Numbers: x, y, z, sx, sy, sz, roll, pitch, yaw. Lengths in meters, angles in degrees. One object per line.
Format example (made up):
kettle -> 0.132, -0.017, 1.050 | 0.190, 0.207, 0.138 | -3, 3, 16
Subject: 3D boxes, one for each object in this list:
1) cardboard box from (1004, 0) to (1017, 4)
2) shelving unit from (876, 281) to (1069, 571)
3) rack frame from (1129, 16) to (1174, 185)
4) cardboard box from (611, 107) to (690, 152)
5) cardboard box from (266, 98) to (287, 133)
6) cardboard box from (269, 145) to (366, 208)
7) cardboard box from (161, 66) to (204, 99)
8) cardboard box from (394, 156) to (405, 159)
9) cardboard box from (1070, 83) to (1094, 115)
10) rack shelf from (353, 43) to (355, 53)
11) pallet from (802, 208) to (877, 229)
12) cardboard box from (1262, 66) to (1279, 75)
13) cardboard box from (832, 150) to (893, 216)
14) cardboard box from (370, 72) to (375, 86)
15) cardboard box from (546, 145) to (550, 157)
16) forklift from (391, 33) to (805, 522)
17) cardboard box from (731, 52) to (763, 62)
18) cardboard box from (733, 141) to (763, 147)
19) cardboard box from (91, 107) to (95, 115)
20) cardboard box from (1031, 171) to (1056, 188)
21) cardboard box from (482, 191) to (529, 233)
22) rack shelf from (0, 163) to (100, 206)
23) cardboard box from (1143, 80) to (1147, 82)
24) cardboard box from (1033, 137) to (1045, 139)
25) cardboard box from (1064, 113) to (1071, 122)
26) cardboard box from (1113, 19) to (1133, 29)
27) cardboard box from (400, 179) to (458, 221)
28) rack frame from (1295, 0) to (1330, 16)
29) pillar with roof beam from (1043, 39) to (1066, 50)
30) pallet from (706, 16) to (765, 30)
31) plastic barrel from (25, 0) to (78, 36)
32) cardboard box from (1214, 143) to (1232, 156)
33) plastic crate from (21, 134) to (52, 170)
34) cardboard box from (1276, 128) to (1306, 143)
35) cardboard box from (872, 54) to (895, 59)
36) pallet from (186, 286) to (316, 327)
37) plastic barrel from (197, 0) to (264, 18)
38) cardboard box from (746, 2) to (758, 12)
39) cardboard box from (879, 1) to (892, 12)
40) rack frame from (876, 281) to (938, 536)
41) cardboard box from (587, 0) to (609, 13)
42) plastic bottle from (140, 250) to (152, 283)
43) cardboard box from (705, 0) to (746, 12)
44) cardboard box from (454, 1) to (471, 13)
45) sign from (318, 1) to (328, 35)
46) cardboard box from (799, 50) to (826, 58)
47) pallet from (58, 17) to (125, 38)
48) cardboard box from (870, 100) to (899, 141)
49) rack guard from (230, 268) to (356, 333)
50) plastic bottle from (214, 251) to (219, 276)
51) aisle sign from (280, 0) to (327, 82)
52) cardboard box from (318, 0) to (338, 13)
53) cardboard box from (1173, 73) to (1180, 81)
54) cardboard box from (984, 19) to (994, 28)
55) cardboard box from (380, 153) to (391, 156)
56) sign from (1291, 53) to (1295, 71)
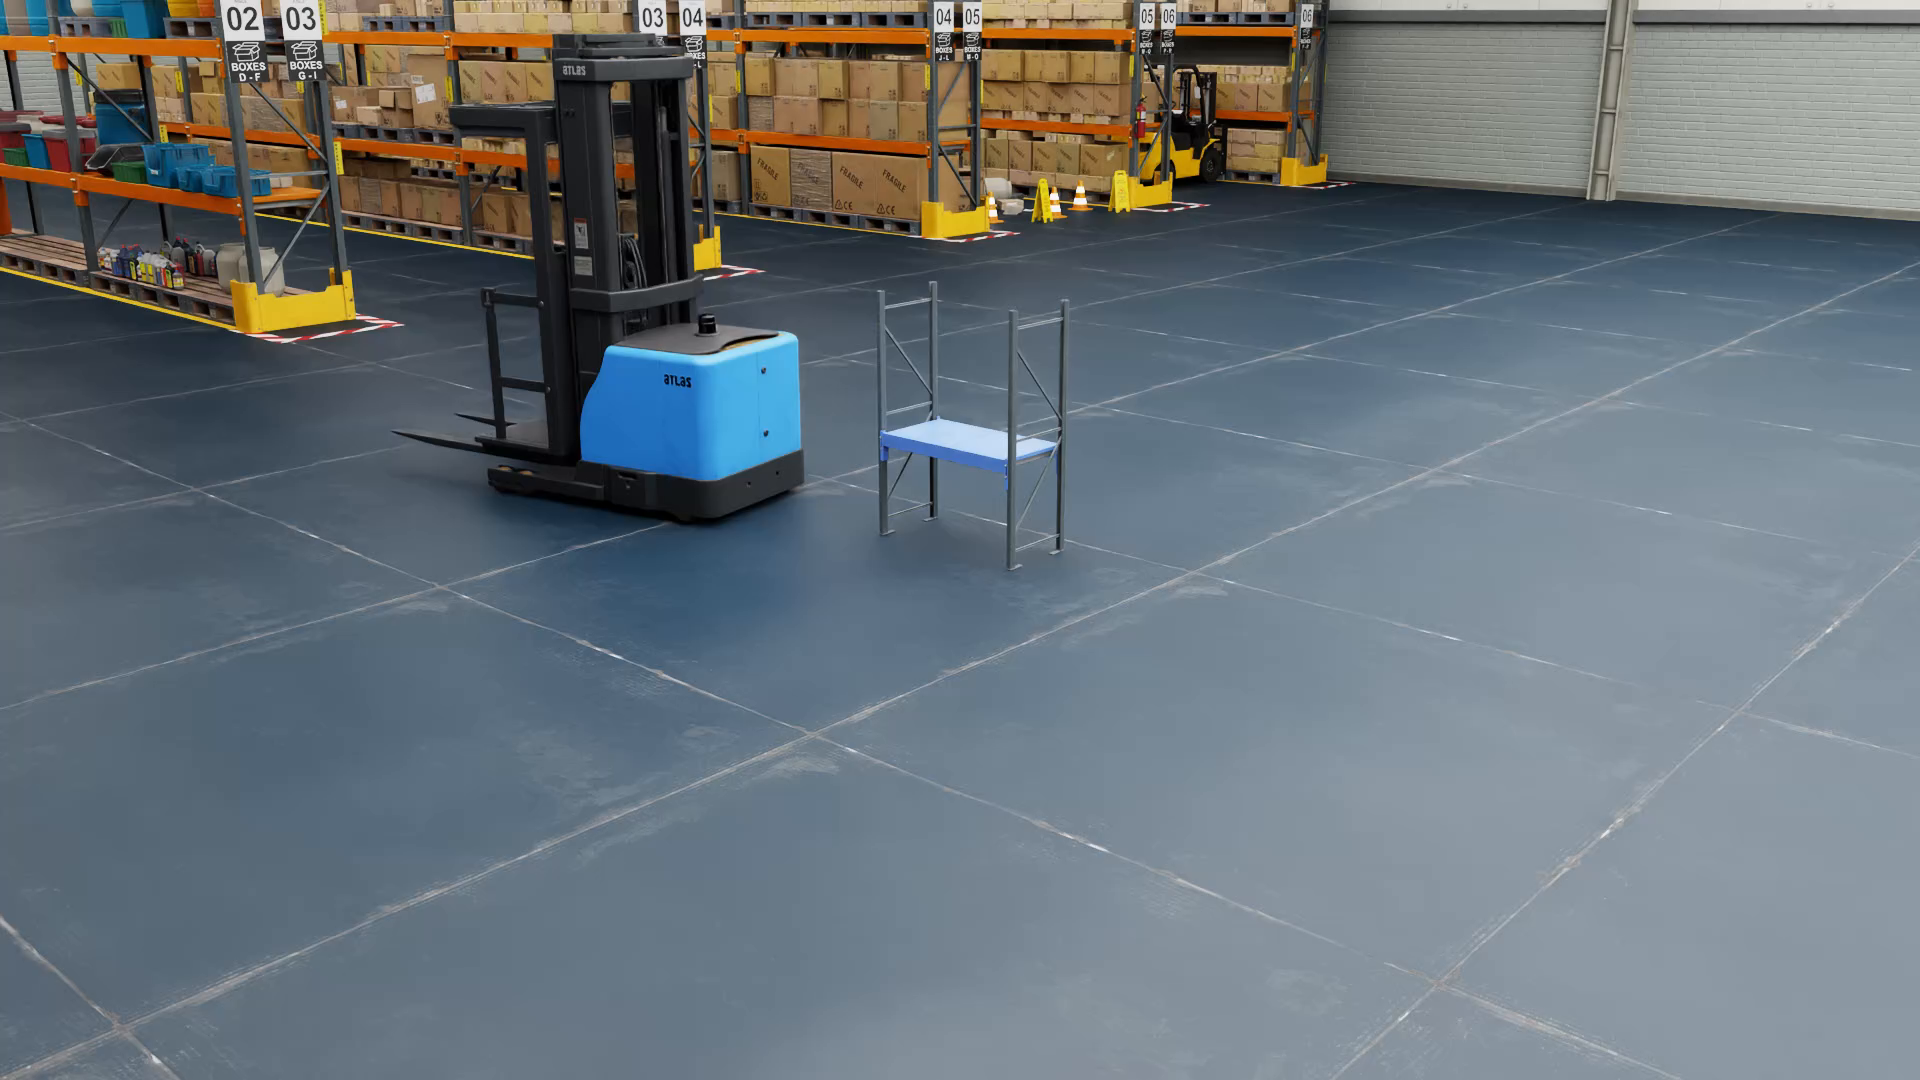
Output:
cardboard box -> 0.964, -9.168, 28.180 | 0.250, 0.149, 0.380 | 14, 22, 37
shelving unit -> 0.064, -0.698, 9.831 | 1.048, 1.500, 0.538 | 15, 23, 39
rack frame -> 3.134, -7.010, 27.241 | 0.127, 3.000, 1.000 | 15, 23, 39
cardboard box -> -3.837, -5.074, 20.483 | 0.500, 0.500, 0.875 | 15, 23, 39
cardboard box -> -10.330, -6.566, 25.677 | 0.500, 0.500, 0.500 | 15, 23, 39
cardboard box -> -9.930, -5.705, 25.947 | 0.875, 0.875, 1.225 | 14, 22, 37
cardboard box -> -12.940, -7.637, 27.732 | 0.500, 0.500, 0.500 | 16, 24, 41
cardboard box -> -10.922, -7.488, 32.766 | 0.250, 0.149, 0.380 | 14, 22, 37
cardboard box -> 2.174, -7.347, 27.648 | 0.500, 0.500, 0.500 | 15, 23, 39
rack shelf -> -10.923, -7.862, 26.158 | 4.000, 0.370, 1.077 | 15, 23, 39
pallet -> -1.634, -4.928, 25.292 | 1.213, 0.211, 1.003 | 15, 23, 39
cardboard box -> 5.813, -8.699, 30.834 | 0.250, 0.149, 0.380 | 15, 23, 39
cardboard box -> -1.287, -5.354, 24.843 | 0.875, 0.875, 0.875 | 15, 23, 38
cardboard box -> -11.473, -9.017, 32.909 | 0.500, 0.500, 0.500 | 15, 23, 39
cardboard box -> -5.127, -5.002, 21.329 | 0.250, 0.149, 0.380 | 15, 23, 39
forklift -> -2.570, -1.818, 10.995 | 3.031, 2.935, 1.130 | 10, 20, 29
cardboard box -> -4.166, -9.387, 32.914 | 0.500, 0.500, 0.500 | 15, 23, 39
cardboard box -> -3.975, -8.141, 33.623 | 0.875, 0.875, 0.875 | 15, 23, 40
cardboard box -> -15.364, -7.715, 29.877 | 0.250, 0.149, 0.380 | 15, 23, 40
cardboard box -> 1.574, -6.210, 28.573 | 0.500, 0.250, 0.500 | 14, 22, 37
cardboard box -> -6.163, -4.490, 22.740 | 0.500, 0.500, 0.500 | 14, 22, 38
rack shelf -> -11.219, -4.509, 20.550 | 4.000, 0.370, 1.077 | 15, 23, 39
cardboard box -> 3.593, -8.836, 32.830 | 0.500, 0.500, 0.500 | 14, 22, 38
cardboard box -> 1.527, -6.798, 29.185 | 0.500, 0.500, 0.500 | 17, 24, 42
cardboard box -> 1.961, -7.127, 28.025 | 0.250, 0.149, 0.380 | 15, 23, 40
cardboard box -> 2.682, -8.328, 26.851 | 0.250, 0.149, 0.380 | 15, 23, 39
cardboard box -> -7.643, -4.930, 24.091 | 0.500, 0.500, 0.700 | 13, 22, 35
rack frame -> 6.426, -10.993, 29.874 | 0.127, 3.000, 1.000 | 15, 23, 39
pillar with roof beam -> -0.842, -11.567, 31.684 | 0.400, 9.000, 9.100 | 15, 23, 39
pallet -> -3.786, -8.184, 26.299 | 1.217, 0.209, 0.805 | 14, 22, 37
plastic barrel -> -10.248, -6.172, 18.813 | 0.708, 0.901, 0.600 | 15, 23, 39
cardboard box -> 5.086, -7.491, 31.780 | 0.500, 0.250, 0.500 | 14, 23, 38
plastic crate -> -10.755, -4.594, 19.654 | 0.575, 0.384, 0.392 | 15, 23, 39
cardboard box -> 6.192, -7.639, 31.422 | 0.500, 0.250, 0.500 | 15, 23, 38
cardboard box -> -1.439, -9.050, 31.246 | 0.250, 0.149, 0.380 | 14, 22, 37
pallet -> -7.424, -2.487, 17.599 | 1.213, 0.211, 1.003 | 15, 23, 39
plastic barrel -> -7.179, -5.551, 16.280 | 0.708, 0.830, 0.600 | 15, 23, 39
cardboard box -> -3.021, -8.081, 25.212 | 0.250, 0.149, 0.380 | 15, 23, 38
cardboard box -> -0.930, -7.520, 23.444 | 0.250, 0.149, 0.380 | 15, 23, 40
rack frame -> -0.316, -0.800, 10.152 | 0.032, 1.500, 0.500 | 15, 23, 39
cardboard box -> -4.253, -6.410, 19.981 | 0.250, 0.149, 0.380 | 14, 22, 37
plastic bottle -> -8.936, -3.018, 18.315 | 0.185, 0.351, 0.144 | 15, 23, 39
cardboard box -> -3.702, -8.384, 26.002 | 0.500, 0.250, 0.500 | 15, 23, 40
cardboard box -> -6.397, -6.984, 21.790 | 0.250, 0.149, 0.380 | 14, 22, 38
sign -> -6.363, -5.205, 16.579 | 0.005, 0.325, 0.100 | 15, 23, 39
cardboard box -> -3.486, -11.330, 39.370 | 0.500, 0.500, 0.500 | 14, 23, 38
pallet -> -9.119, -5.667, 18.364 | 1.003, 0.211, 1.213 | 15, 23, 39
cardboard box -> -0.809, -6.111, 24.160 | 0.550, 0.550, 0.875 | 15, 23, 39
rack guard -> -6.819, -2.460, 17.038 | 0.348, 0.500, 1.175 | 15, 23, 39
plastic bottle -> -8.363, -3.121, 18.769 | 0.097, 0.271, 0.097 | 0, 18, 0
aisle sign -> -6.483, -4.938, 16.415 | 0.004, 0.787, 0.394 | 15, 23, 39
cardboard box -> -8.870, -7.834, 23.888 | 0.500, 0.500, 0.500 | 15, 23, 40
cardboard box -> 4.237, -8.953, 32.126 | 0.250, 0.149, 0.380 | 15, 23, 39
cardboard box -> 0.630, -8.915, 28.700 | 0.250, 0.149, 0.380 | 15, 23, 39
cardboard box -> -11.293, -7.729, 33.034 | 0.250, 0.149, 0.380 | 16, 24, 41
sign -> 6.055, -8.678, 30.193 | 0.005, 0.325, 0.100 | 15, 23, 39
